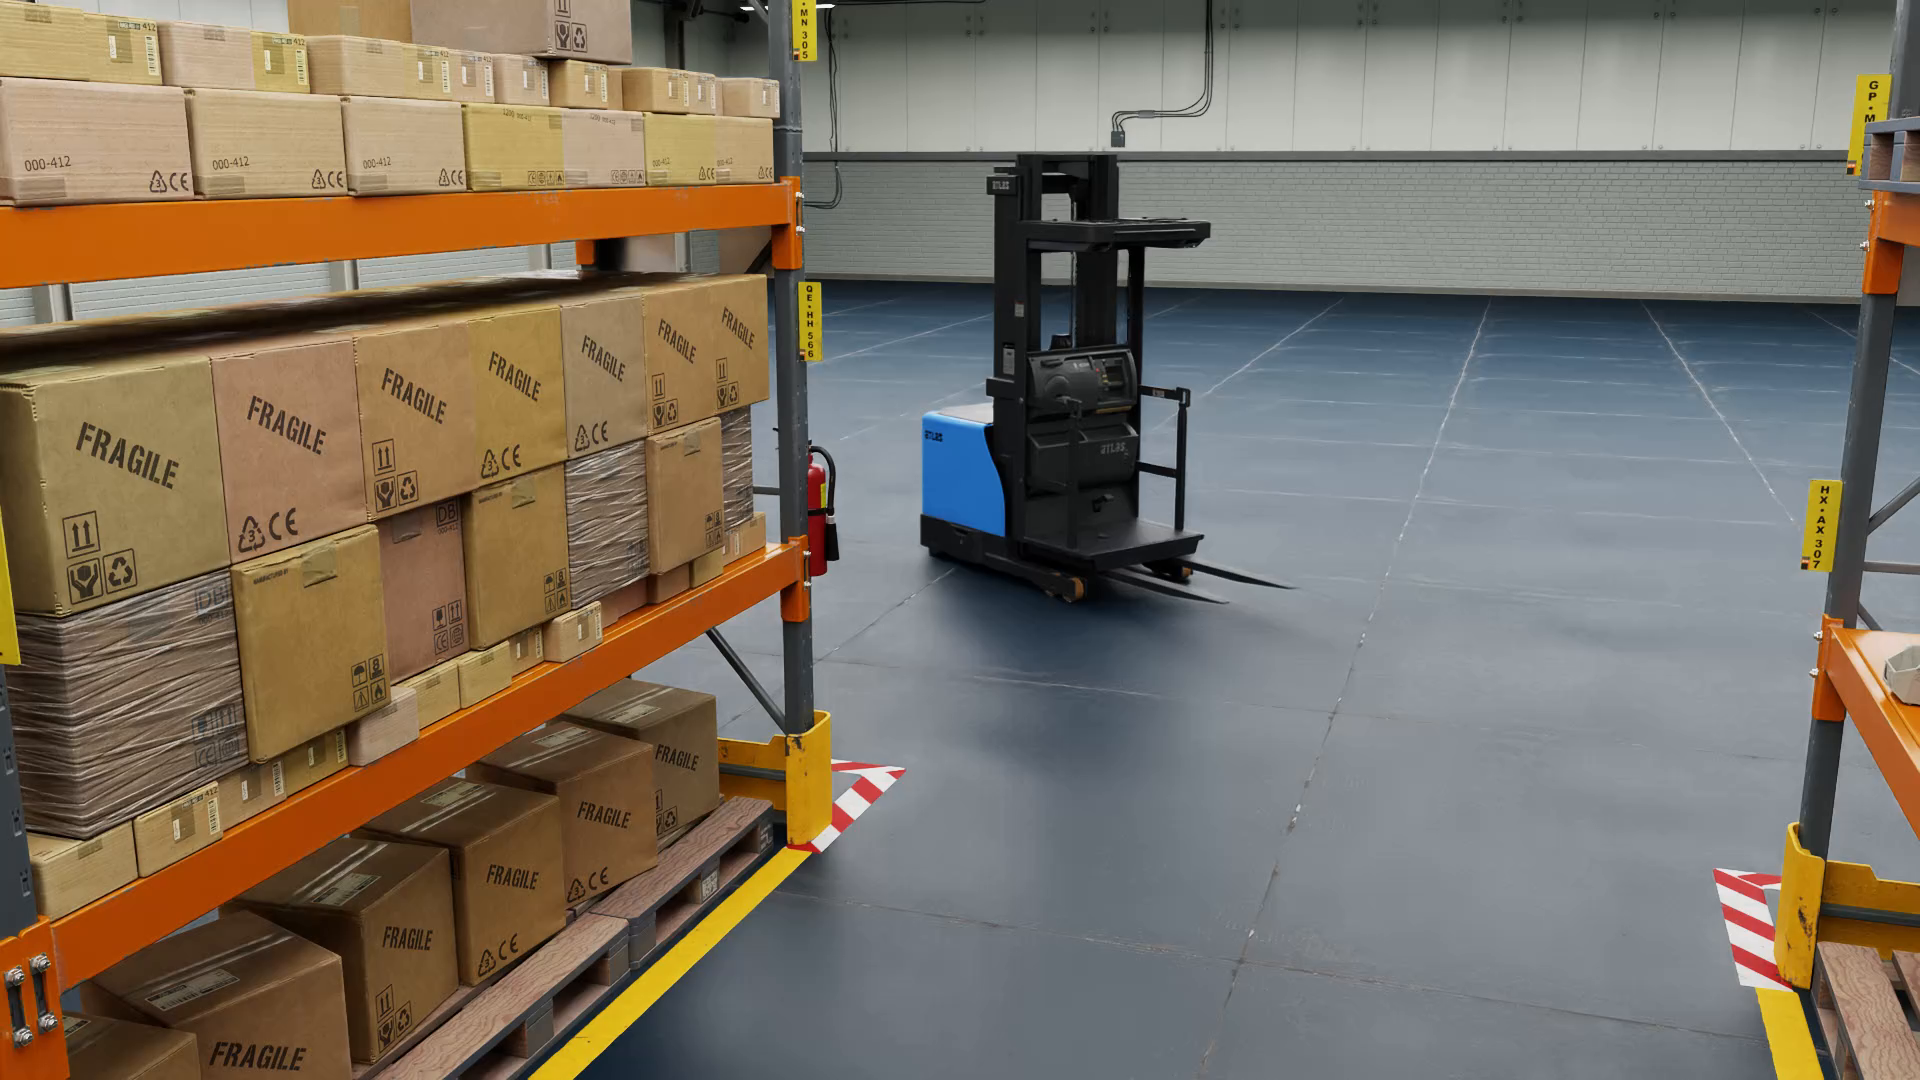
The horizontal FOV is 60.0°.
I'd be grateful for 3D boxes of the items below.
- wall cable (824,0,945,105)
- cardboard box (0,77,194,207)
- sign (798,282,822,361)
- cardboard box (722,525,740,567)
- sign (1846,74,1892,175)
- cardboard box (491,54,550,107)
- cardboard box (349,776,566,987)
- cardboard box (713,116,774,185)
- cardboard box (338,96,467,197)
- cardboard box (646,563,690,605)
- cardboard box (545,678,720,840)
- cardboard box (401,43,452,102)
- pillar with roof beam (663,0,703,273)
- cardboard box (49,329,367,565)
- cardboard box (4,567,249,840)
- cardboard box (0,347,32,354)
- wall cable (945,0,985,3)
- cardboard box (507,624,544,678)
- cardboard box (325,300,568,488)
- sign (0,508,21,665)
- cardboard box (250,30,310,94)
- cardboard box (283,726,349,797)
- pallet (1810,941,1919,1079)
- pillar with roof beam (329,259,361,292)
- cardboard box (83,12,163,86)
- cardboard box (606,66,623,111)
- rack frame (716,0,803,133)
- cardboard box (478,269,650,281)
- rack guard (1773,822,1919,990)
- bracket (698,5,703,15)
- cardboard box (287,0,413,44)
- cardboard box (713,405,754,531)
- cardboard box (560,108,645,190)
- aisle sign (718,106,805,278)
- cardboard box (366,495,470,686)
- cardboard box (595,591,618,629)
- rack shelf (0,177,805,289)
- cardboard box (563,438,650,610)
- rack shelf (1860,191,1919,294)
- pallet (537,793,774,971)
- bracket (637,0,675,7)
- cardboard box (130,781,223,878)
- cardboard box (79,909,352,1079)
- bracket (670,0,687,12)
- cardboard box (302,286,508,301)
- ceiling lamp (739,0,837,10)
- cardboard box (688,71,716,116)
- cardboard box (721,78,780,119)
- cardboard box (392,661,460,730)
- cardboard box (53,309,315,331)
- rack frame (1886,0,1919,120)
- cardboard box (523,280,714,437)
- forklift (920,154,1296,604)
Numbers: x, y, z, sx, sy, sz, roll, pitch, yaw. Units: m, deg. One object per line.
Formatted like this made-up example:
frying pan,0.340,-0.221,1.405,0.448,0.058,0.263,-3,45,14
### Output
wall cable,-1.822,-11.740,39.829,3.097,2.526,0.112,4,14,18
cardboard box,-2.046,-0.855,3.588,0.500,0.250,0.500,4,13,16
sign,-0.621,-0.906,6.903,0.100,0.325,0.005,4,14,18
cardboard box,-1.118,0.019,6.730,0.380,0.149,0.250,4,14,18
sign,3.028,-1.382,5.541,0.100,0.325,0.005,4,14,18
cardboard box,-1.495,-1.406,5.108,0.380,0.149,0.250,4,13,16
cardboard box,-1.739,1.172,5.787,0.500,0.500,0.500,6,14,24
cardboard box,-1.055,-1.501,6.419,0.500,0.250,0.500,5,14,20
cardboard box,-1.709,-1.070,4.532,0.500,0.250,0.500,4,13,16
cardboard box,-1.246,0.126,6.257,0.380,0.149,0.250,4,14,18
cardboard box,-1.357,0.913,6.921,0.500,0.500,0.500,7,15,29
cardboard box,-1.651,-1.296,4.627,0.380,0.149,0.250,4,13,17
pillar with roof beam,-2.512,-10.151,37.240,9.100,9.000,0.548,4,14,18
cardboard box,-1.887,-0.252,4.212,0.500,0.500,0.500,4,14,18
cardboard box,-2.230,0.327,3.922,0.875,0.500,0.500,4,14,18
cardboard box,-2.549,-0.185,3.917,0.500,0.500,0.500,4,14,18
wall cable,1.107,-13.734,38.346,3.097,2.526,0.112,4,14,18
cardboard box,-1.569,0.337,5.335,0.380,0.149,0.250,4,14,18
cardboard box,-1.574,-0.464,5.138,0.500,0.500,0.500,4,14,18
sign,-1.907,0.086,3.270,0.100,0.325,0.005,4,14,18
cardboard box,-1.869,-1.190,4.163,0.380,0.149,0.250,5,14,20
cardboard box,-1.860,0.550,4.401,0.380,0.149,0.250,4,14,18
pallet,3.299,1.675,5.176,1.003,0.211,1.213,4,14,18
pillar with roof beam,-6.395,-7.624,26.170,9.100,9.000,0.400,4,14,18
cardboard box,-2.015,-1.080,3.679,0.380,0.149,0.250,4,13,16
cardboard box,-1.371,-1.525,5.626,0.380,0.149,0.250,5,14,19
rack frame,-1.140,-3.156,6.593,1.000,3.000,0.127,4,14,18
cardboard box,-1.575,-0.816,6.684,0.500,0.500,0.500,4,14,18
rack guard,3.567,1.363,5.891,1.175,0.500,0.348,4,14,18
bracket,-6.116,-12.278,38.468,0.235,0.232,0.430,4,14,18
cardboard box,-1.875,-1.838,5.543,0.500,0.500,0.500,4,14,18
cardboard box,-1.343,-0.311,6.718,0.875,0.500,0.500,4,14,18
cardboard box,-1.388,-1.288,5.487,0.500,0.250,0.500,5,14,20
aisle sign,-0.836,-1.490,6.934,0.394,0.787,0.004,4,14,18
cardboard box,-1.968,0.112,4.865,0.875,0.500,0.500,4,14,18
cardboard box,-1.425,0.230,5.802,0.380,0.149,0.250,4,14,18
rack shelf,-1.787,-0.922,5.162,1.077,0.370,4.000,4,14,18
cardboard box,-1.594,-0.095,5.771,0.875,0.500,0.500,4,14,18
rack shelf,2.900,-0.565,3.599,1.077,0.370,4.000,4,14,18
pallet,-1.460,1.313,6.762,1.003,0.211,1.213,4,14,18
bracket,-7.218,-11.560,35.326,0.076,0.066,4.783,4,14,18
cardboard box,-1.986,0.658,3.929,0.380,0.149,0.250,4,14,18
cardboard box,-2.088,1.422,4.689,0.500,0.500,0.500,10,16,36
bracket,-6.384,-12.103,37.703,0.235,0.232,0.430,4,14,18
cardboard box,-1.904,-0.606,5.763,0.500,0.500,0.500,4,14,18
ceiling lamp,-3.342,-12.151,32.886,2.000,3.185,0.800,4,14,18
cardboard box,-1.114,-1.622,6.054,0.380,0.149,0.250,4,13,16
cardboard box,-0.934,-1.734,6.545,0.380,0.149,0.250,4,14,18
cardboard box,-1.698,0.445,4.863,0.380,0.149,0.250,4,14,18
cardboard box,-2.225,-0.396,4.840,0.500,0.500,0.500,4,14,18
rack frame,3.547,-2.800,5.031,1.000,3.000,0.127,4,14,18
cardboard box,-1.240,-0.673,6.057,0.500,0.500,0.500,4,14,18
forklift,0.987,-1.136,11.376,1.130,2.935,3.031,-9,16,-36
